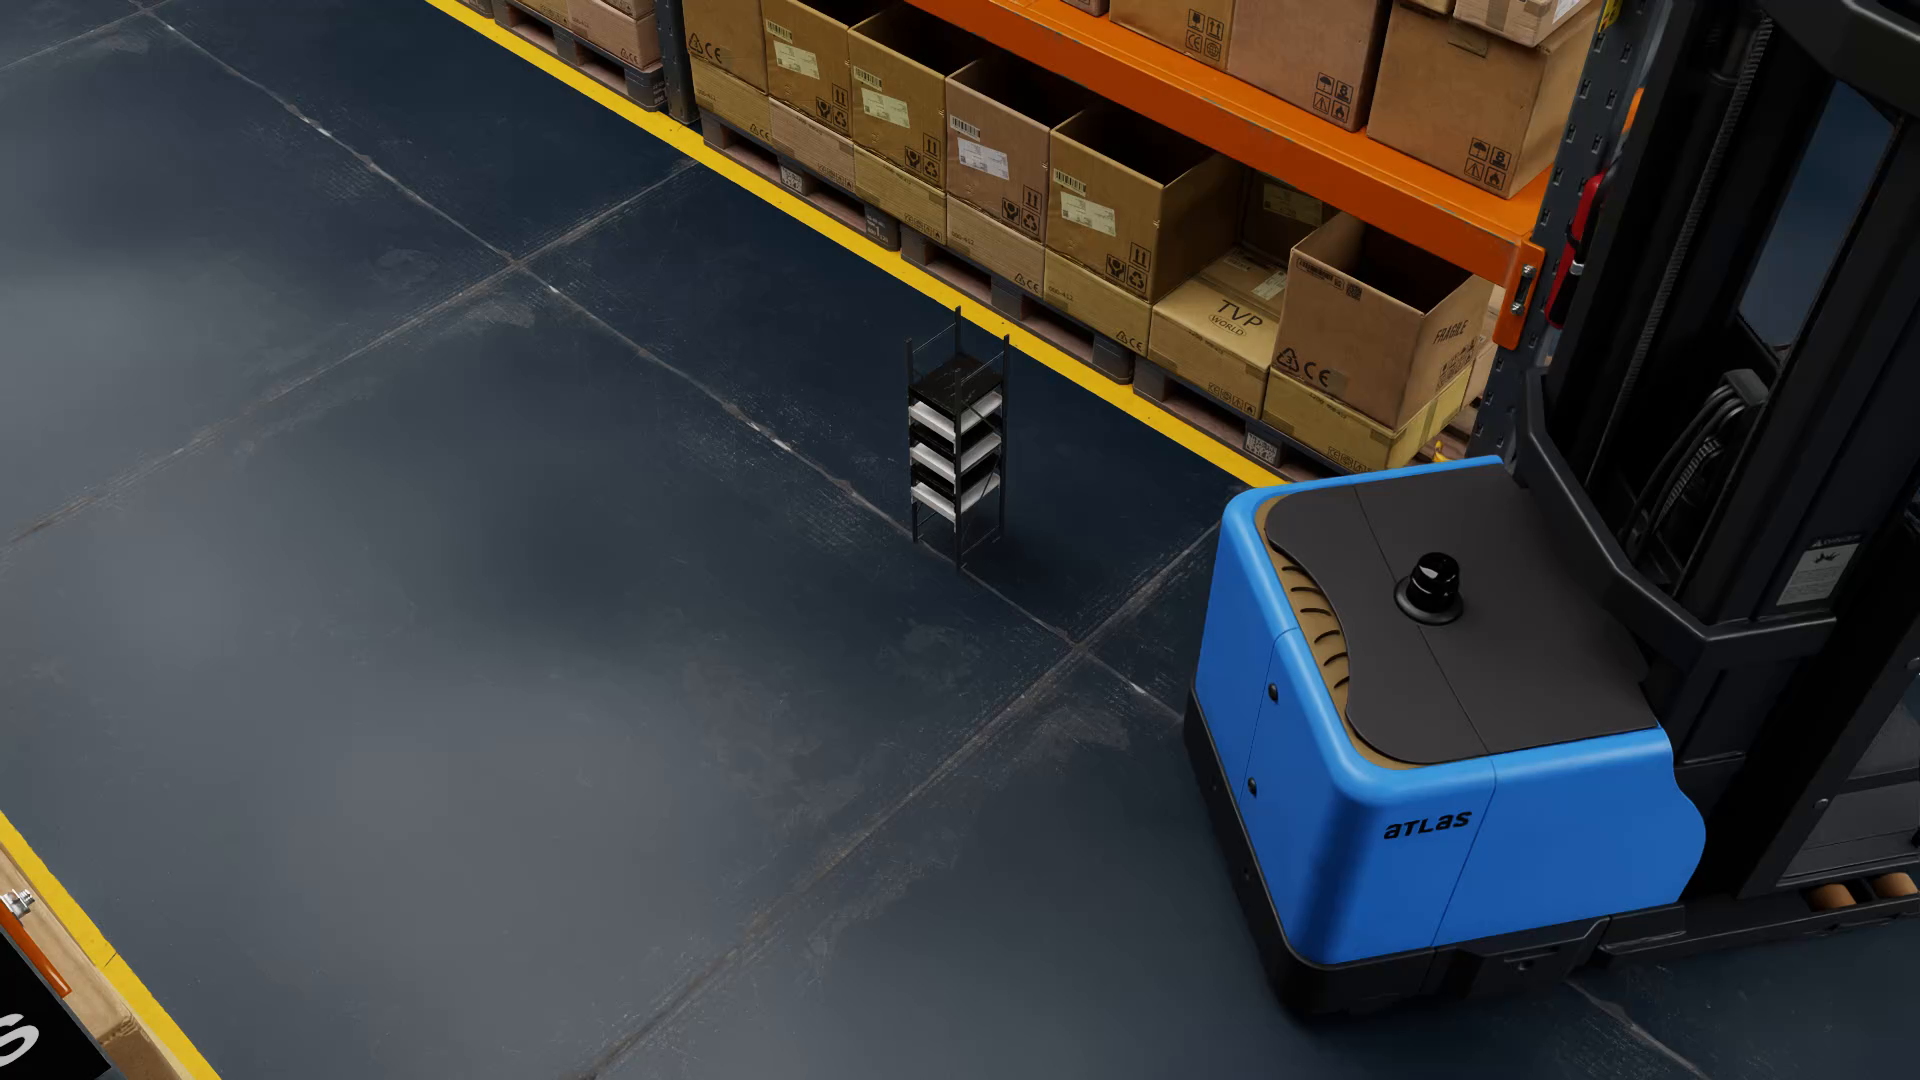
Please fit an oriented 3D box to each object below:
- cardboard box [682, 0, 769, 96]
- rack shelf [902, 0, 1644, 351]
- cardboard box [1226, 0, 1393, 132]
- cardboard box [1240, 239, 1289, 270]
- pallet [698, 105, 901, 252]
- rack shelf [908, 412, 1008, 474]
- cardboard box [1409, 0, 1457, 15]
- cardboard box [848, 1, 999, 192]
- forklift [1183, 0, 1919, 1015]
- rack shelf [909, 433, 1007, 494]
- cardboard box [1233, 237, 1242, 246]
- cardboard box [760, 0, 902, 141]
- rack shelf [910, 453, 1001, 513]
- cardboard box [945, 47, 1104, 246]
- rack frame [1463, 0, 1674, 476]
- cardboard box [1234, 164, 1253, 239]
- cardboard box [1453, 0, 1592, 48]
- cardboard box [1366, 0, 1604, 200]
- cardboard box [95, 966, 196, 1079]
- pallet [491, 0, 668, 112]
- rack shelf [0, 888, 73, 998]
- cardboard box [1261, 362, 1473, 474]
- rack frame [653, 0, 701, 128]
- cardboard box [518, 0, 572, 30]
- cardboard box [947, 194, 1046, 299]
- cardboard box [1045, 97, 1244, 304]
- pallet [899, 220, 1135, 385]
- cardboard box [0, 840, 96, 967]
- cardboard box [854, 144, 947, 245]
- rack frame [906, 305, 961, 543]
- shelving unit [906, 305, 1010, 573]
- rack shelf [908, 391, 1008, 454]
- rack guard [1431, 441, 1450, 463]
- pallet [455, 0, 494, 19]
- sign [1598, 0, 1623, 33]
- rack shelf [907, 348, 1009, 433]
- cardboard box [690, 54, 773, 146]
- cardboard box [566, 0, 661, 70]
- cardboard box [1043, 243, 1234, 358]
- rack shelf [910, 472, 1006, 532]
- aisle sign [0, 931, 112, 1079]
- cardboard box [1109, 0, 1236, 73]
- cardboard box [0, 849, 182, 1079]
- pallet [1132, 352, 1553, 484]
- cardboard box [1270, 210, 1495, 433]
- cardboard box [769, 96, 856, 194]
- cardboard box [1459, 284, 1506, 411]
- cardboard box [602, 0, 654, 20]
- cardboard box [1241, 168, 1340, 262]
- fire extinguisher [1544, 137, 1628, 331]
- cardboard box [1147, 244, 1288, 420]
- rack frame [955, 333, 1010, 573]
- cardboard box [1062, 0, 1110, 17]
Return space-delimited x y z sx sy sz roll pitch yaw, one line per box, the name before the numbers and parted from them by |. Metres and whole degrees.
cardboard box | -0.808 -2.247 6.886 0.500 0.500 0.500 34 55 28
rack shelf | 0.533 -1.950 6.017 4.000 0.370 1.077 34 55 28
cardboard box | 1.280 -1.736 5.254 0.500 0.500 0.700 35 56 29
cardboard box | 1.390 -1.039 6.266 0.500 0.250 0.500 34 55 28
pallet | -0.380 -1.815 7.309 1.213 0.211 1.003 34 55 28
rack shelf | -0.006 -0.351 5.384 0.200 0.077 0.258 34 55 28
cardboard box | 1.400 -1.679 4.755 0.250 0.149 0.380 35 56 28
cardboard box | -0.073 -1.753 6.422 0.500 0.500 0.500 34 55 28
forklift | 2.251 -0.256 3.980 3.031 2.935 1.130 -8 47 -8
rack shelf | -0.006 -0.289 5.450 0.200 0.077 0.258 34 55 28
cardboard box | 1.023 -1.287 6.499 0.500 0.250 0.500 34 55 28
cardboard box | -0.435 -2.004 6.658 0.500 0.500 0.500 34 55 28
rack shelf | -0.006 -0.228 5.516 0.200 0.077 0.258 34 55 28
cardboard box | 0.296 -1.507 6.191 0.500 0.500 0.500 34 55 28
rack frame | 2.003 -1.207 4.826 0.127 3.000 1.000 34 55 28
cardboard box | 1.015 -1.537 6.219 0.500 0.500 0.500 34 55 28
cardboard box | 1.593 -1.550 4.634 0.250 0.149 0.380 33 55 27
cardboard box | 1.669 -1.479 5.013 0.500 0.500 0.700 34 55 28
cardboard box | -1.497 1.082 2.766 0.500 0.250 0.500 32 55 27
pallet | -1.504 -2.574 8.022 1.213 0.211 1.003 34 55 28
rack shelf | -2.824 -0.321 2.430 4.000 0.370 1.077 34 55 28
cardboard box | 1.409 -0.517 5.776 0.500 0.250 0.500 34 55 28
rack frame | -0.936 -3.185 6.683 0.127 3.000 1.000 34 55 28
cardboard box | -1.808 -2.688 7.815 0.500 0.250 0.500 33 55 27
cardboard box | 0.298 -1.252 6.466 0.500 0.250 0.500 34 55 28
cardboard box | 0.662 -1.259 5.958 0.500 0.500 0.500 34 55 28
pallet | 0.520 -1.212 6.743 1.213 0.211 1.003 34 55 28
cardboard box | -1.857 0.589 2.714 0.500 0.500 0.500 34 55 28
cardboard box | -0.073 -1.496 6.695 0.500 0.250 0.500 34 55 28
rack frame | -0.081 -0.362 5.473 0.006 0.900 0.240 34 55 28
shelving unit | -0.006 -0.312 5.426 0.210 0.900 0.258 34 55 28
rack shelf | -0.006 -0.412 5.319 0.200 0.077 0.258 34 55 28
rack guard | 2.021 -0.340 5.726 0.348 0.500 1.175 34 55 28
pallet | -2.405 -3.177 8.588 1.213 0.211 1.003 34 55 28
sign | 1.625 -1.401 4.051 0.005 0.325 0.100 34 55 28
rack shelf | -0.006 -0.474 5.253 0.200 0.077 0.258 34 55 28
cardboard box | -0.801 -1.996 7.164 0.500 0.250 0.500 34 55 28
cardboard box | -1.438 -2.437 7.579 0.500 0.250 0.500 33 55 27
cardboard box | 0.664 -1.004 6.233 0.500 0.250 0.500 34 55 28
rack shelf | -0.006 -0.166 5.581 0.200 0.077 0.258 34 55 28
aisle sign | -1.098 0.433 1.502 0.004 0.787 0.394 34 55 28
cardboard box | 0.919 -1.985 5.487 0.500 0.500 0.700 34 56 28
cardboard box | -1.501 0.839 2.479 0.500 0.500 0.500 34 55 28
pallet | 1.413 -0.608 6.176 1.213 0.211 1.003 34 55 28
cardboard box | 1.407 -0.772 5.501 0.500 0.500 0.500 34 55 28
cardboard box | -0.437 -1.746 6.930 0.500 0.250 0.500 34 55 28
cardboard box | 1.760 -0.794 6.036 0.500 0.250 0.500 34 55 28
cardboard box | -1.428 -2.626 7.372 0.500 0.311 0.500 34 55 28
cardboard box | 1.391 -1.297 5.994 0.500 0.500 0.500 34 55 28
fire extinguisher | 1.775 -0.873 4.566 0.183 0.674 0.296 34 55 28
cardboard box | 1.033 -0.757 6.002 0.500 0.250 0.500 34 55 28
rack frame | 0.069 -0.262 5.379 0.006 0.900 0.240 34 55 28
cardboard box | 0.529 -2.243 5.730 0.500 0.500 0.700 36 56 29
